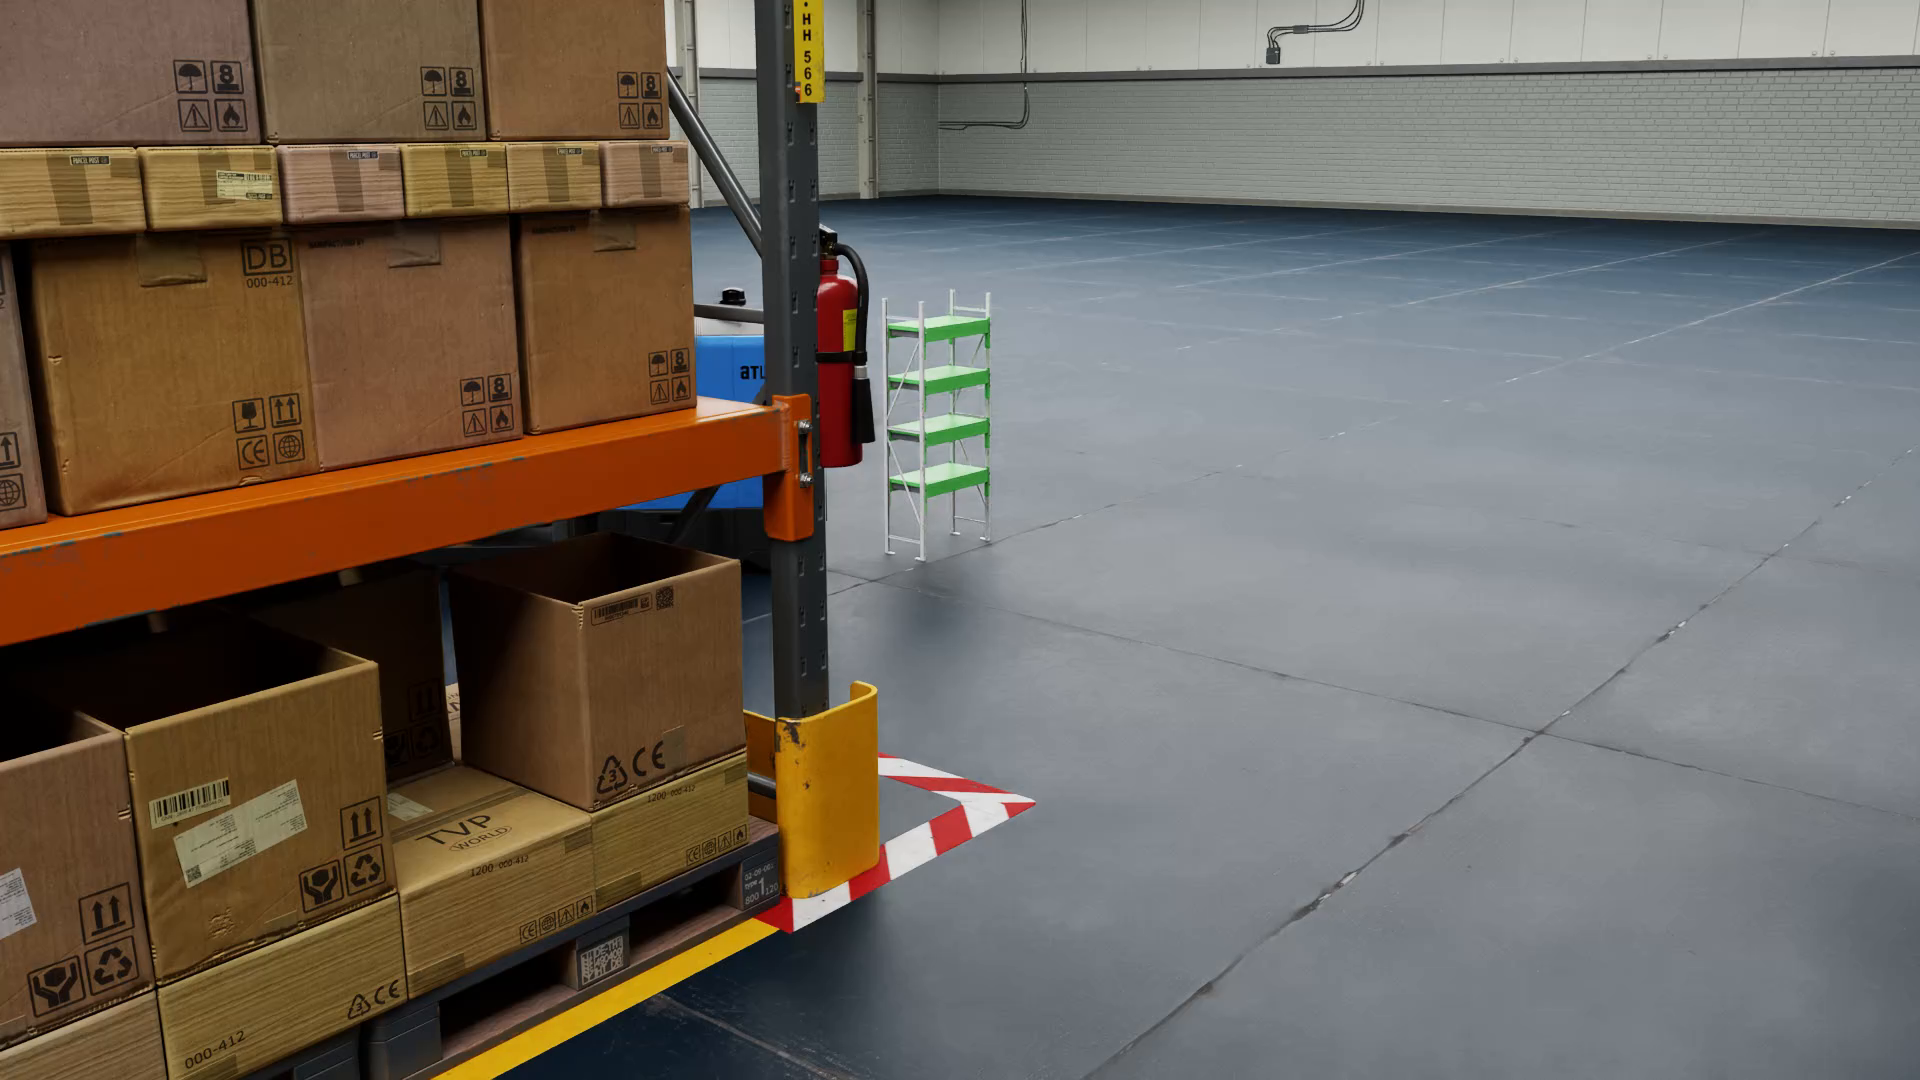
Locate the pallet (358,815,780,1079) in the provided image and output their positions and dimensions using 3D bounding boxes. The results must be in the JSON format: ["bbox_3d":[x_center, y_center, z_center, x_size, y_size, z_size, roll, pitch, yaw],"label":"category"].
[{"bbox_3d":[-1.223,0.886,4.204,1.003,0.211,1.213,11,18,38],"label":"pallet"}]

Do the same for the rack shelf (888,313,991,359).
[{"bbox_3d":[-0.104,-0.953,7.748,0.258,0.148,0.480,11,18,38],"label":"rack shelf"}]

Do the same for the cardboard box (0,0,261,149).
[{"bbox_3d":[-1.754,-0.999,3.127,0.700,0.500,0.500,11,18,38],"label":"cardboard box"}]

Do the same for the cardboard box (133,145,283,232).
[{"bbox_3d":[-1.515,-0.681,3.189,0.380,0.149,0.250,12,19,39],"label":"cardboard box"}]

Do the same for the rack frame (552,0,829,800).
[{"bbox_3d":[-0.775,-0.618,4.463,1.000,3.000,0.127,11,18,38],"label":"rack frame"}]

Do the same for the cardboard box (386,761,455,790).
[{"bbox_3d":[-1.596,0.676,4.102,0.500,0.250,0.500,11,18,38],"label":"cardboard box"}]

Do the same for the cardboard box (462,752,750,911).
[{"bbox_3d":[-0.882,0.660,4.166,0.500,0.250,0.500,11,18,38],"label":"cardboard box"}]

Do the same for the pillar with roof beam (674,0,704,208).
[{"bbox_3d":[-2.755,-11.296,34.314,9.100,9.000,0.400,11,18,38],"label":"pillar with roof beam"}]

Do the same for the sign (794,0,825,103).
[{"bbox_3d":[-0.362,-1.207,3.950,0.100,0.325,0.005,11,18,38],"label":"sign"}]

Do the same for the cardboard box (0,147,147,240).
[{"bbox_3d":[-1.679,-0.630,2.990,0.380,0.149,0.250,12,18,39],"label":"cardboard box"}]

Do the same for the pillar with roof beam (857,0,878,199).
[{"bbox_3d":[1.016,-12.445,38.837,9.100,9.000,0.400,11,18,38],"label":"pillar with roof beam"}]

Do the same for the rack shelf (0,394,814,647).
[{"bbox_3d":[-2.032,0.114,3.044,1.077,0.370,4.000,11,18,38],"label":"rack shelf"}]

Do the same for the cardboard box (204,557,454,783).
[{"bbox_3d":[-1.598,0.312,4.011,0.500,0.500,0.500,11,18,38],"label":"cardboard box"}]

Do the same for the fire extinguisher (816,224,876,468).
[{"bbox_3d":[-0.339,-0.531,4.279,0.296,0.674,0.183,11,18,38],"label":"fire extinguisher"}]

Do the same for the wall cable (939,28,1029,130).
[{"bbox_3d":[0.548,-11.966,43.257,3.097,2.526,0.112,11,18,38],"label":"wall cable"}]

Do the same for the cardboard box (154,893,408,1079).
[{"bbox_3d":[-1.500,0.853,3.403,0.500,0.250,0.500,11,18,38],"label":"cardboard box"}]

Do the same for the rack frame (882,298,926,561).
[{"bbox_3d":[-0.257,-0.503,7.666,0.240,1.200,0.015,11,18,38],"label":"rack frame"}]

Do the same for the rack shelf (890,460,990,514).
[{"bbox_3d":[-0.104,-0.255,7.925,0.258,0.148,0.480,11,18,38],"label":"rack shelf"}]

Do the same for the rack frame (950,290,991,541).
[{"bbox_3d":[0.049,-0.597,8.034,0.240,1.200,0.015,11,18,38],"label":"rack frame"}]

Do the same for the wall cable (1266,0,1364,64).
[{"bbox_3d":[7.922,-13.647,36.661,2.305,6.003,0.169,11,18,38],"label":"wall cable"}]

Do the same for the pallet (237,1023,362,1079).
[{"bbox_3d":[-1.990,1.119,3.289,1.003,0.211,1.213,11,18,38],"label":"pallet"}]

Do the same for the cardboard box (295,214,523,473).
[{"bbox_3d":[-1.405,-0.478,3.708,0.700,0.500,0.500,12,18,39],"label":"cardboard box"}]

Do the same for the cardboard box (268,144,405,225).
[{"bbox_3d":[-1.351,-0.731,3.387,0.380,0.149,0.250,12,18,38],"label":"cardboard box"}]

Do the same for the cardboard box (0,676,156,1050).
[{"bbox_3d":[-1.813,0.586,2.933,0.500,0.500,0.500,11,18,38],"label":"cardboard box"}]

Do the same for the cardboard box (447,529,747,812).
[{"bbox_3d":[-0.880,0.297,4.072,0.500,0.500,0.500,11,18,38],"label":"cardboard box"}]

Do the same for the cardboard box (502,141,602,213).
[{"bbox_3d":[-1.030,-0.828,3.769,0.380,0.149,0.250,12,18,39],"label":"cardboard box"}]

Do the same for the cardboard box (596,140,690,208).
[{"bbox_3d":[-0.867,-0.878,3.967,0.380,0.149,0.250,11,18,37],"label":"cardboard box"}]

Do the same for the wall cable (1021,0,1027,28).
[{"bbox_3d":[2.652,-13.995,40.987,3.097,2.526,0.112,11,18,38],"label":"wall cable"}]

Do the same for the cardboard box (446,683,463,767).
[{"bbox_3d":[-1.285,0.579,4.481,0.500,0.250,0.500,11,18,38],"label":"cardboard box"}]

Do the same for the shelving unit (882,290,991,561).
[{"bbox_3d":[-0.104,-0.550,7.850,0.258,1.200,0.503,11,18,38],"label":"shelving unit"}]

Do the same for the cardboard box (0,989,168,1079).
[{"bbox_3d":[-1.816,0.949,3.028,0.500,0.250,0.500,11,18,38],"label":"cardboard box"}]

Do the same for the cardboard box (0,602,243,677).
[{"bbox_3d":[-1.902,0.410,3.626,0.500,0.500,0.500,11,18,38],"label":"cardboard box"}]

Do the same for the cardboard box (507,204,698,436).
[{"bbox_3d":[-1.078,-0.579,4.107,0.700,0.500,0.500,11,18,38],"label":"cardboard box"}]

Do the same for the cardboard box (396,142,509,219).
[{"bbox_3d":[-1.191,-0.779,3.576,0.380,0.149,0.250,11,18,37],"label":"cardboard box"}]

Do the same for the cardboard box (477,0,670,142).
[{"bbox_3d":[-1.111,-1.198,3.907,0.700,0.500,0.500,11,18,38],"label":"cardboard box"}]

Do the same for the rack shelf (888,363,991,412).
[{"bbox_3d":[-0.104,-0.721,7.807,0.258,0.148,0.480,11,18,38],"label":"rack shelf"}]

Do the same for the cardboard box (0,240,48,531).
[{"bbox_3d":[-2.049,-0.282,2.938,0.700,0.500,0.500,12,19,39],"label":"cardboard box"}]

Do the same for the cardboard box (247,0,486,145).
[{"bbox_3d":[-1.438,-1.096,3.507,0.700,0.500,0.500,11,18,36],"label":"cardboard box"}]

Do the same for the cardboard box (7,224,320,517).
[{"bbox_3d":[-1.721,-0.383,3.337,0.700,0.500,0.500,11,18,38],"label":"cardboard box"}]

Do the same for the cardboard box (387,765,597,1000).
[{"bbox_3d":[-1.187,0.757,3.781,0.500,0.250,0.500,11,18,38],"label":"cardboard box"}]

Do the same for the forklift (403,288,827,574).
[{"bbox_3d":[-2.164,-1.372,7.573,3.031,2.935,1.130,-1,14,-3],"label":"forklift"}]

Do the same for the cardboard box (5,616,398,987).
[{"bbox_3d":[-1.498,0.490,3.309,0.500,0.500,0.500,11,18,38],"label":"cardboard box"}]

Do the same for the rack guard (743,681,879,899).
[{"bbox_3d":[-0.760,0.589,4.789,1.175,0.500,0.348,11,18,38],"label":"rack guard"}]

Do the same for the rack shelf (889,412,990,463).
[{"bbox_3d":[-0.104,-0.488,7.866,0.258,0.148,0.480,11,18,38],"label":"rack shelf"}]
